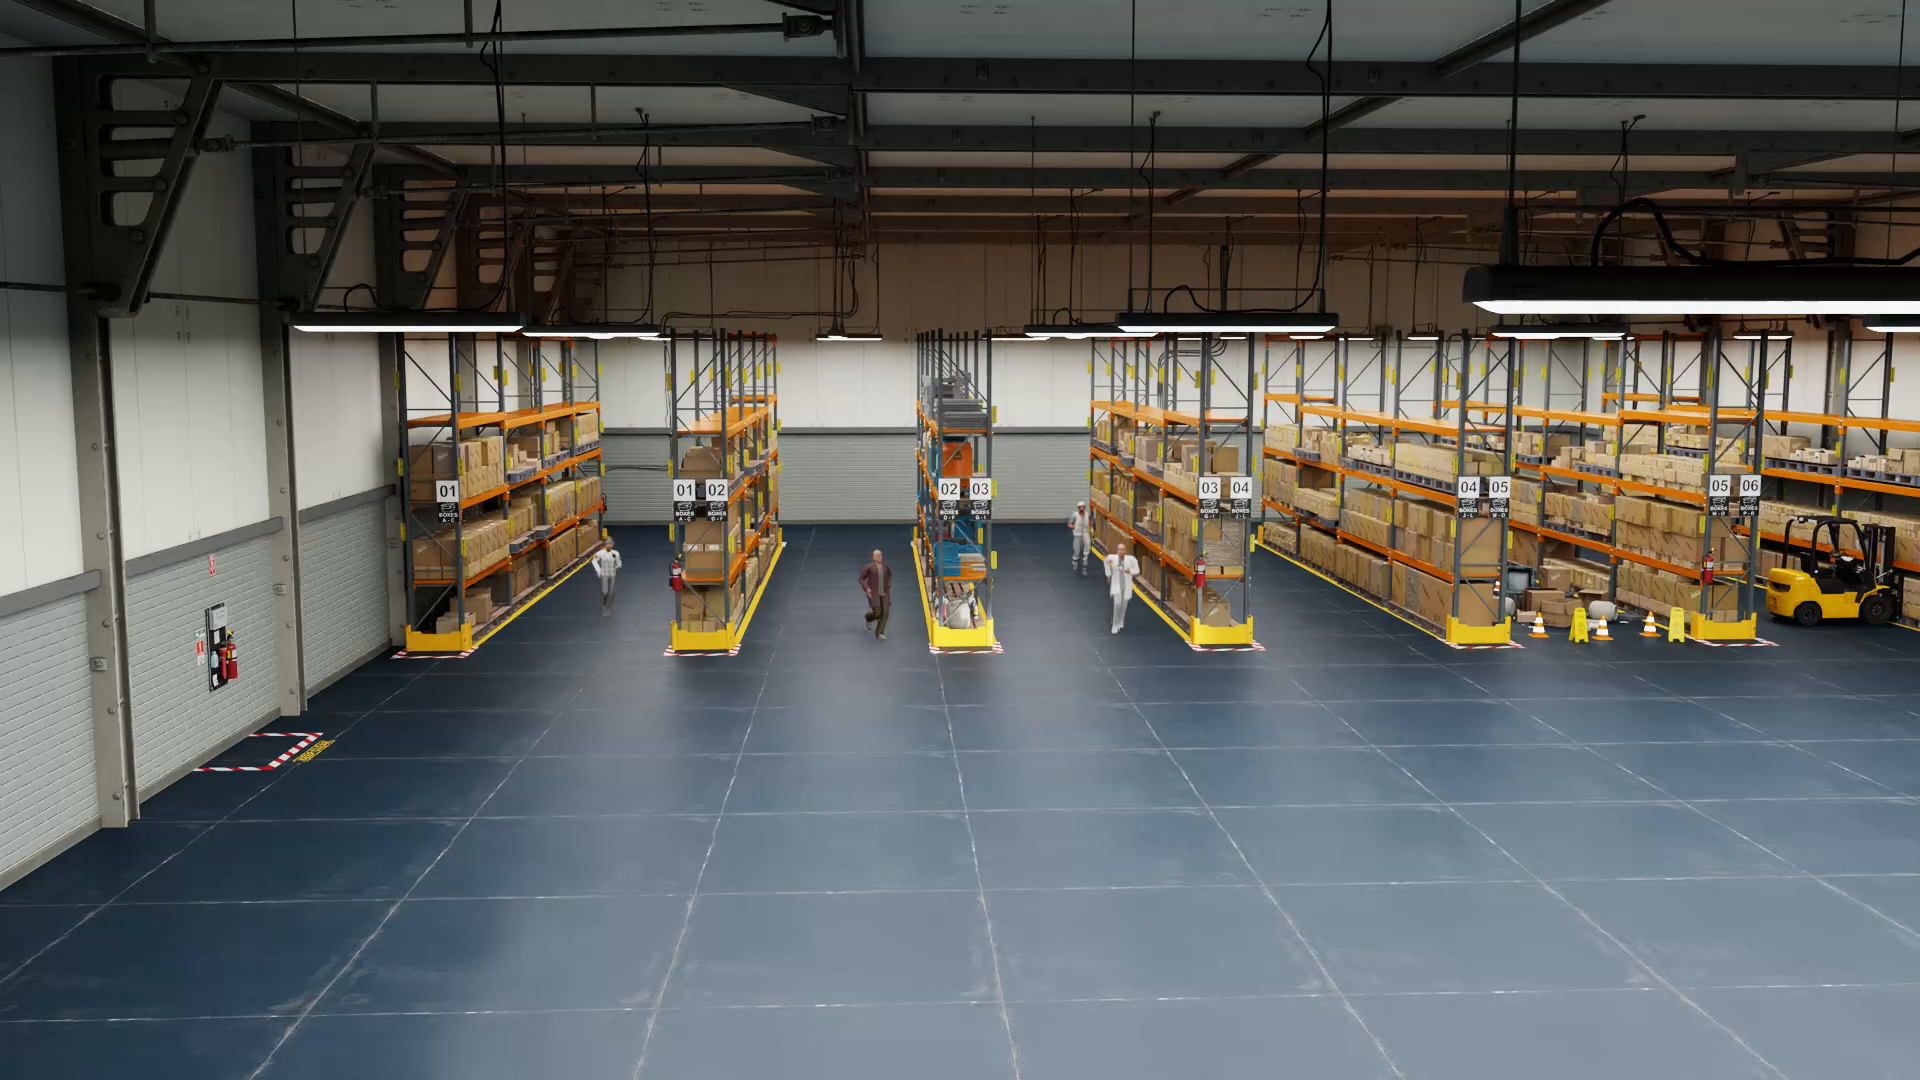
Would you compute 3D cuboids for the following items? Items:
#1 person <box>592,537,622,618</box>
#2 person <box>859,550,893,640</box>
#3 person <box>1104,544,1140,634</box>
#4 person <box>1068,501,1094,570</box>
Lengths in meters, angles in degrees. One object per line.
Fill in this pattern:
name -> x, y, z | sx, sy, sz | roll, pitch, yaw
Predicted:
person -> -7.369, 0.790, 34.867 | 0.588, 1.716, 0.672 | -3, 7, -22
person -> -1.610, 1.056, 32.398 | 0.708, 1.734, 0.680 | -3, 8, -27
person -> 3.214, 0.971, 33.086 | 0.685, 1.828, 0.921 | 0, 7, 1
person -> 3.024, -0.095, 41.519 | 0.680, 1.757, 0.892 | -1, 7, -9
